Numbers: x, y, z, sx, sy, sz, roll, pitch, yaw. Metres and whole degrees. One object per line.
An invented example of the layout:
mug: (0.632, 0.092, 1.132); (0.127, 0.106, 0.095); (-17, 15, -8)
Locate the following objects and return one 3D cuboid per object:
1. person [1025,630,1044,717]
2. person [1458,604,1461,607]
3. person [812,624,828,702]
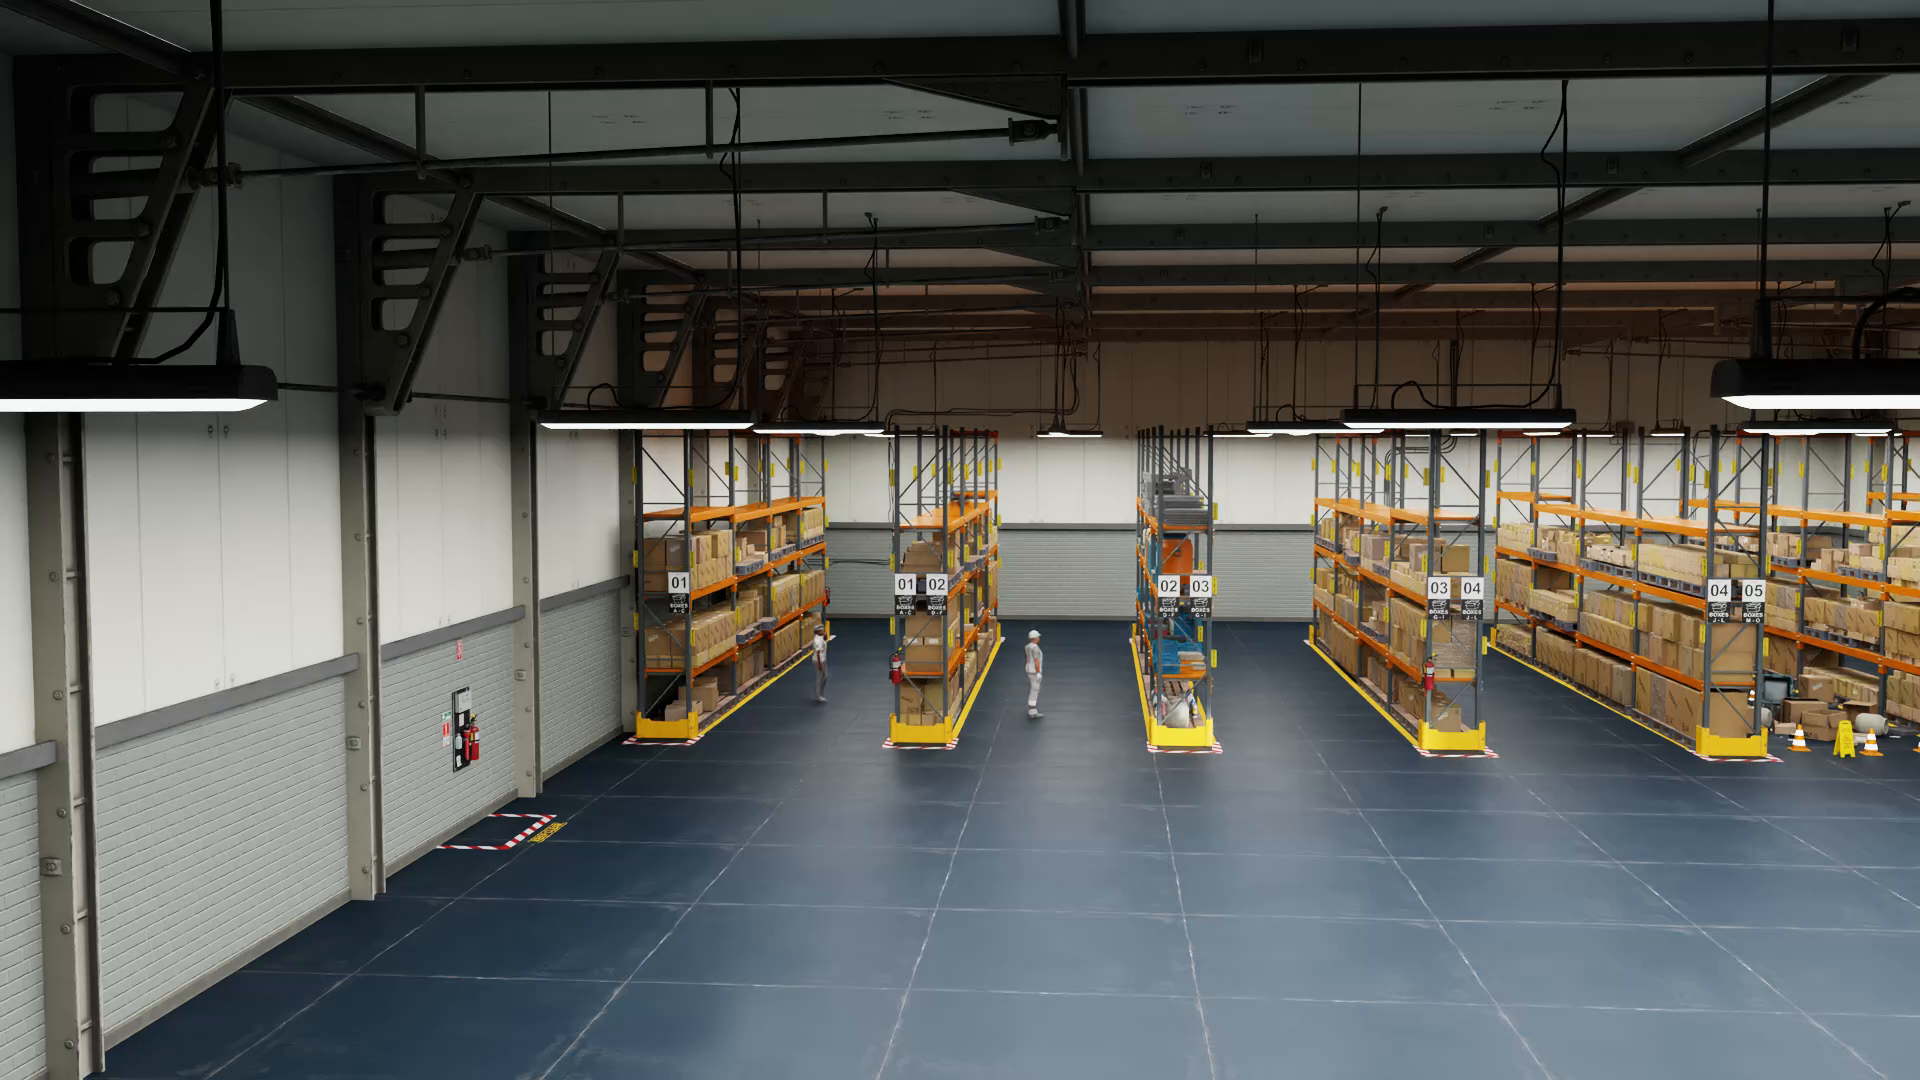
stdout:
person: (1.577, 2.781, 34.367); (0.407, 1.829, 0.614); (-1, 4, -15)
person: (14.740, 1.975, 48.440); (0.531, 1.682, 1.018); (2, 4, 25)
person: (-3.074, 2.728, 36.588); (0.355, 1.772, 0.505); (1, 3, 8)
